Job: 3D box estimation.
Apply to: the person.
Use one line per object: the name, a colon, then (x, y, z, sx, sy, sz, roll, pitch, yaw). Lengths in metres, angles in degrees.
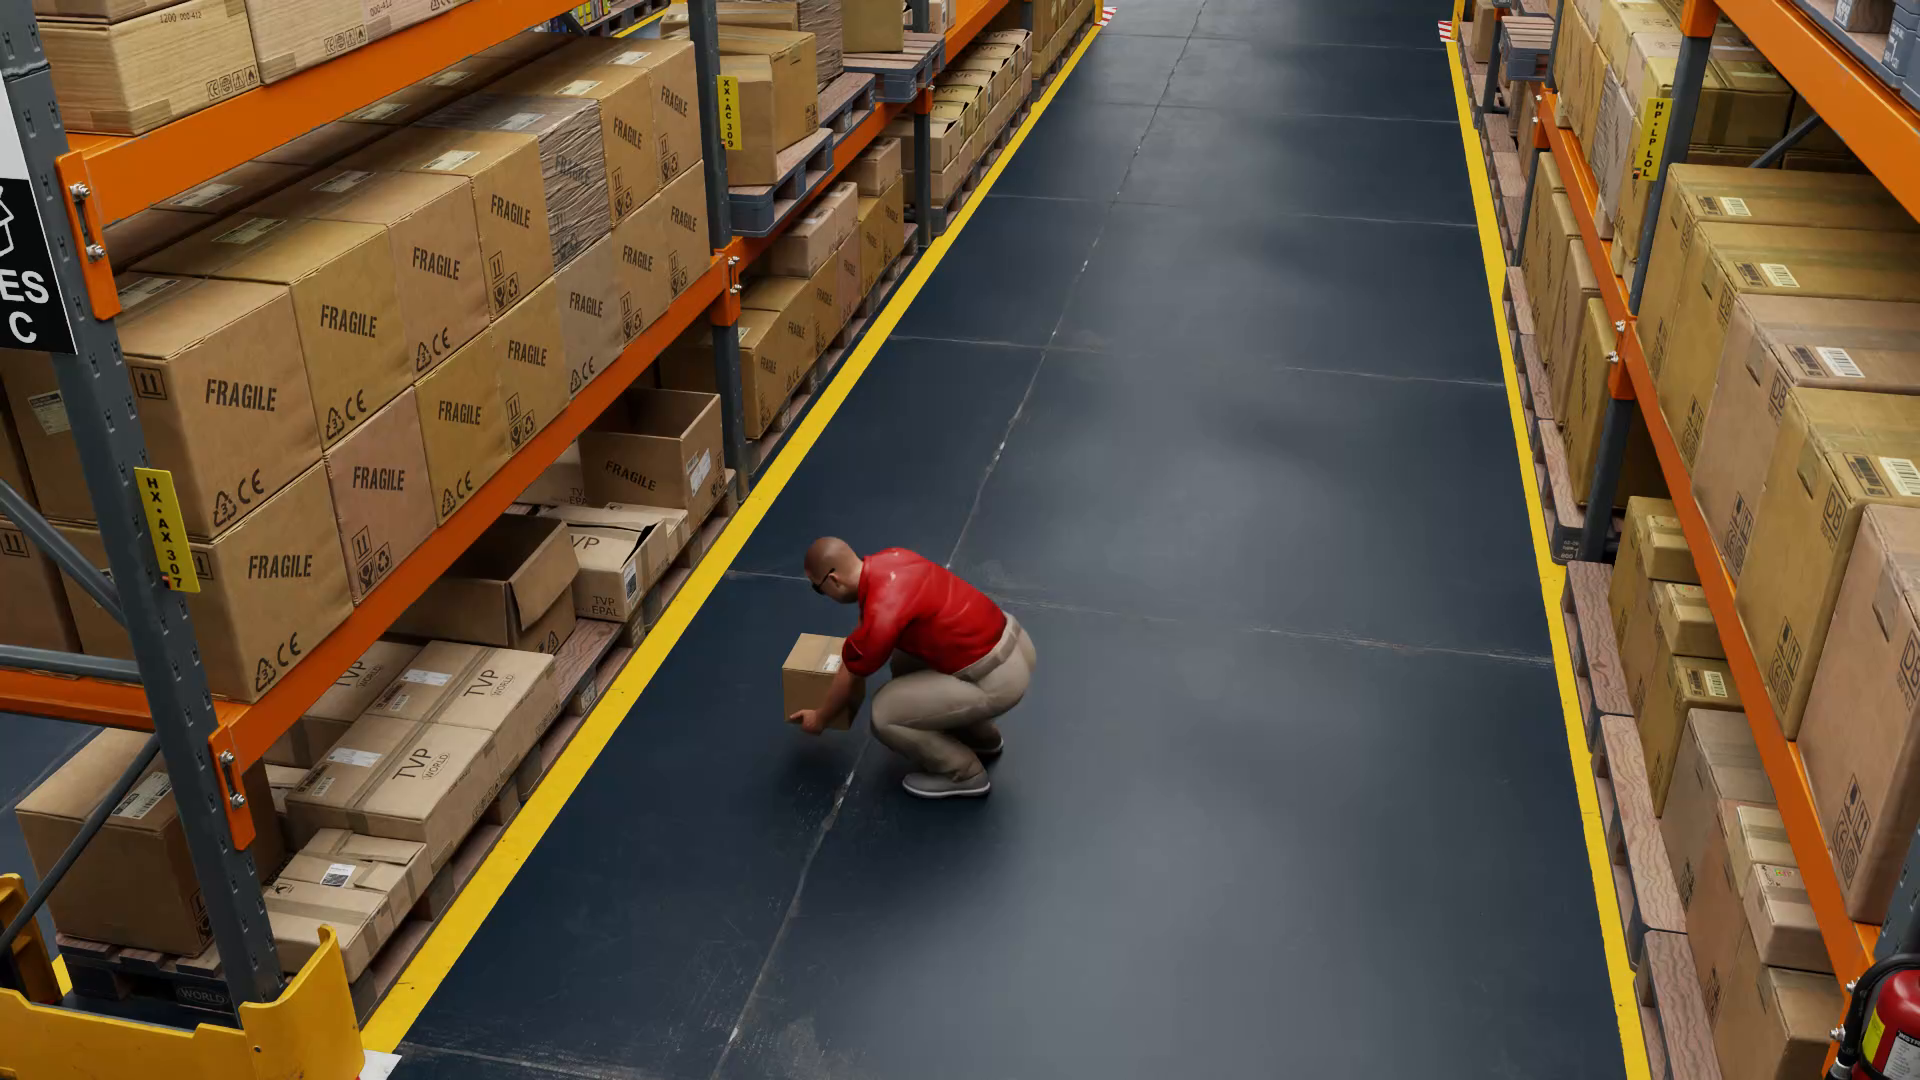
person: (-0.176, 0.433, 6.141, 0.895, 0.985, 0.533, 5, 29, 9)
